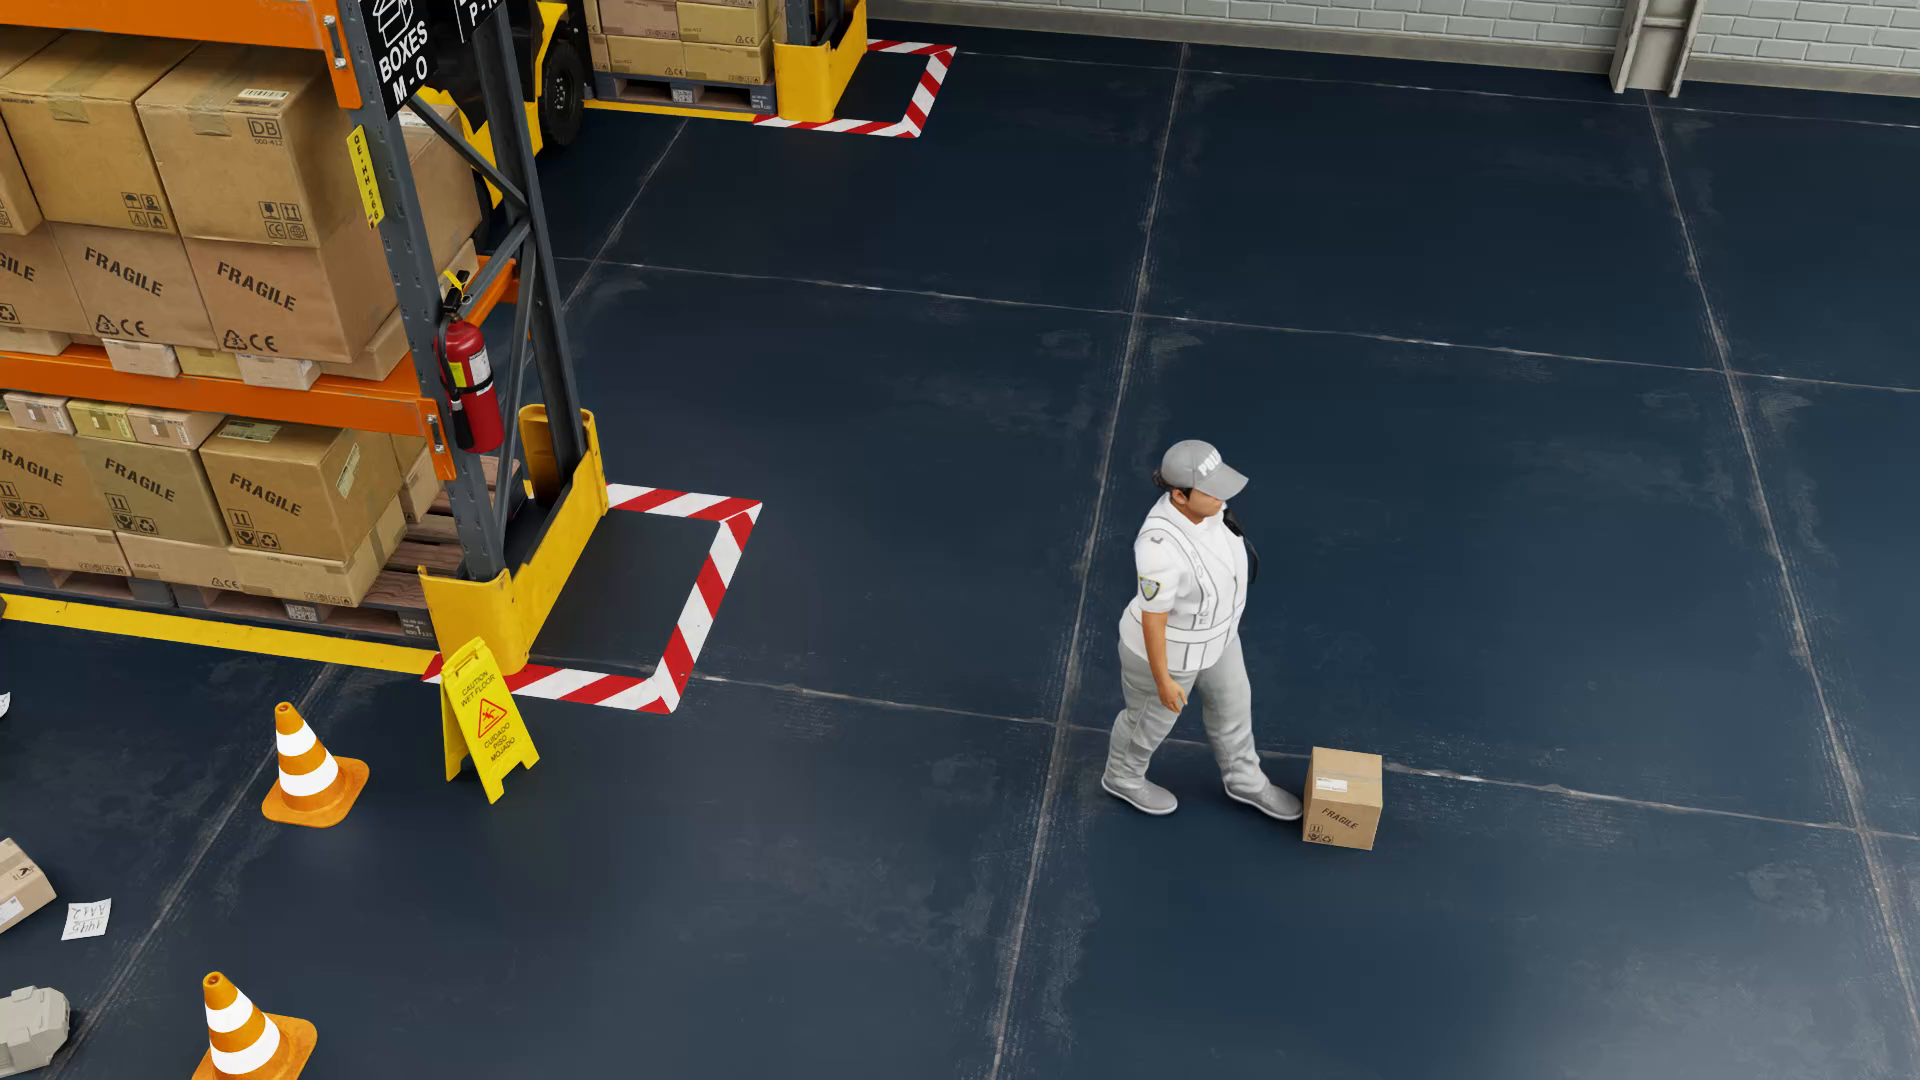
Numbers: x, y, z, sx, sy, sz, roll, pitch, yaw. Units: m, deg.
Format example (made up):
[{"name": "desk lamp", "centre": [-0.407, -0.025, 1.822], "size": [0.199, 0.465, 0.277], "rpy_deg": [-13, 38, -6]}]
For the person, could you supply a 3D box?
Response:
[{"name": "person", "centre": [0.875, 0.392, 5.694], "size": [0.709, 1.652, 0.486], "rpy_deg": [24, 46, 26]}]
